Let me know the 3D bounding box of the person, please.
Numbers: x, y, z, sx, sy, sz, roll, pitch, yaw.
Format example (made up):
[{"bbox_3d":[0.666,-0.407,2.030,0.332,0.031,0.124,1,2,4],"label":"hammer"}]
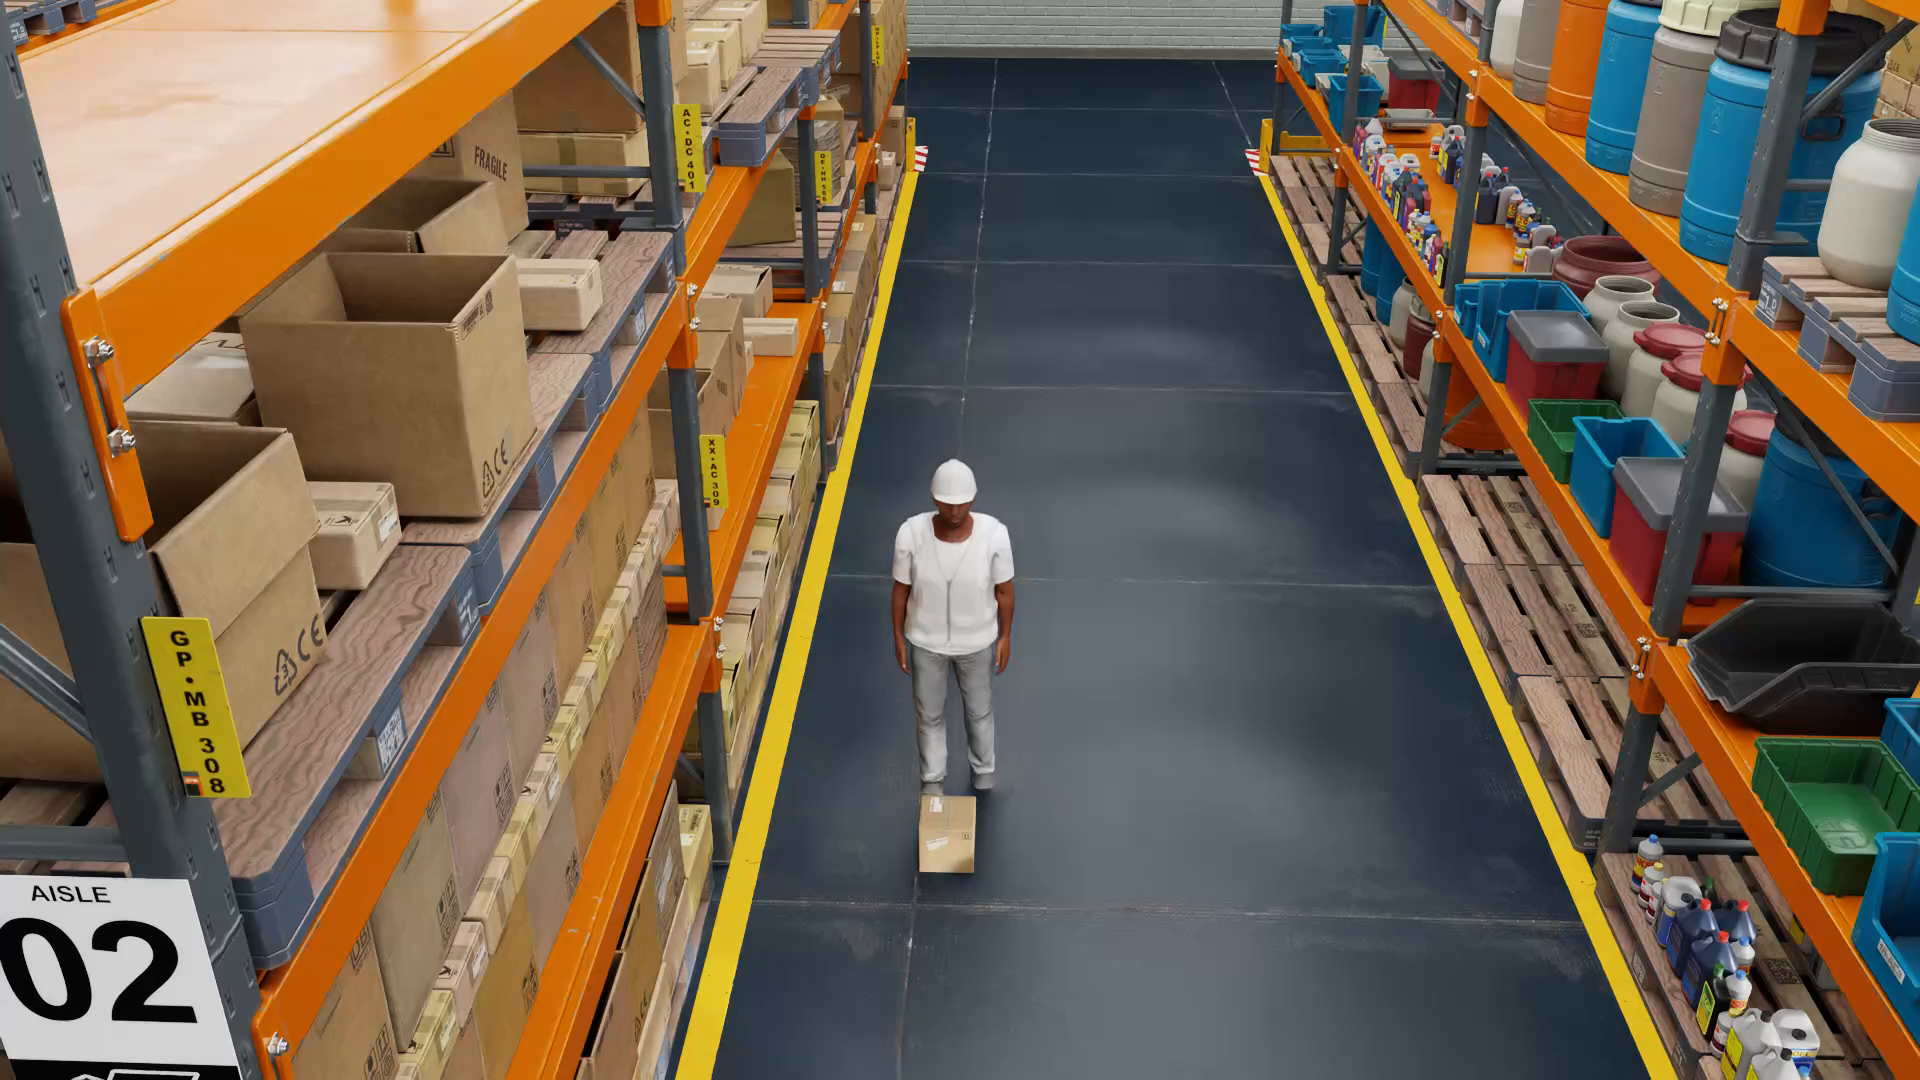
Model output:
[{"bbox_3d":[-0.034,0.489,7.742,0.571,1.834,0.450,1,28,3],"label":"person"}]
